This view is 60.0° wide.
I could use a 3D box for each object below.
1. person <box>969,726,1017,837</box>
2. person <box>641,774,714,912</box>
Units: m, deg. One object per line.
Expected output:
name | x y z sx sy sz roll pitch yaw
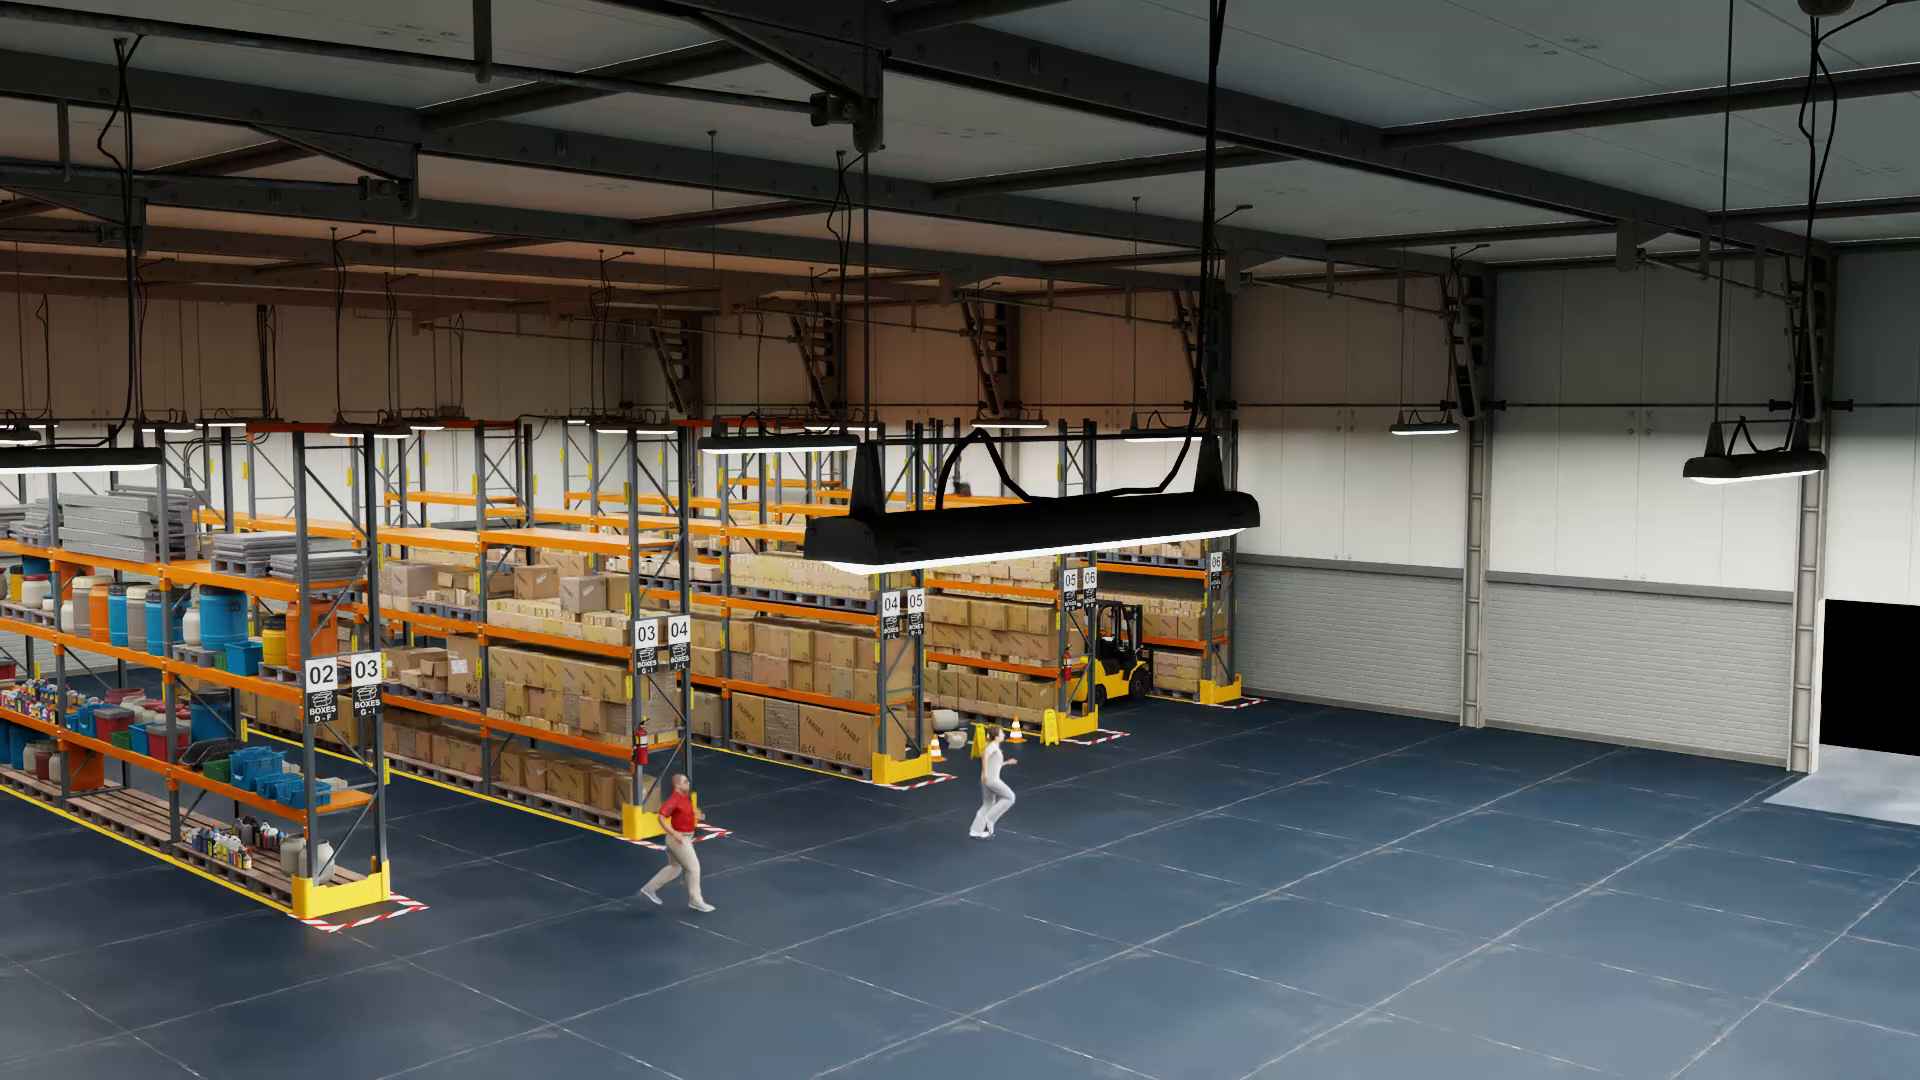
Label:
person | 0.490 3.522 24.240 0.732 1.615 0.599 -1 5 -10
person | -3.540 3.777 20.775 0.912 1.750 0.646 -1 5 -10
